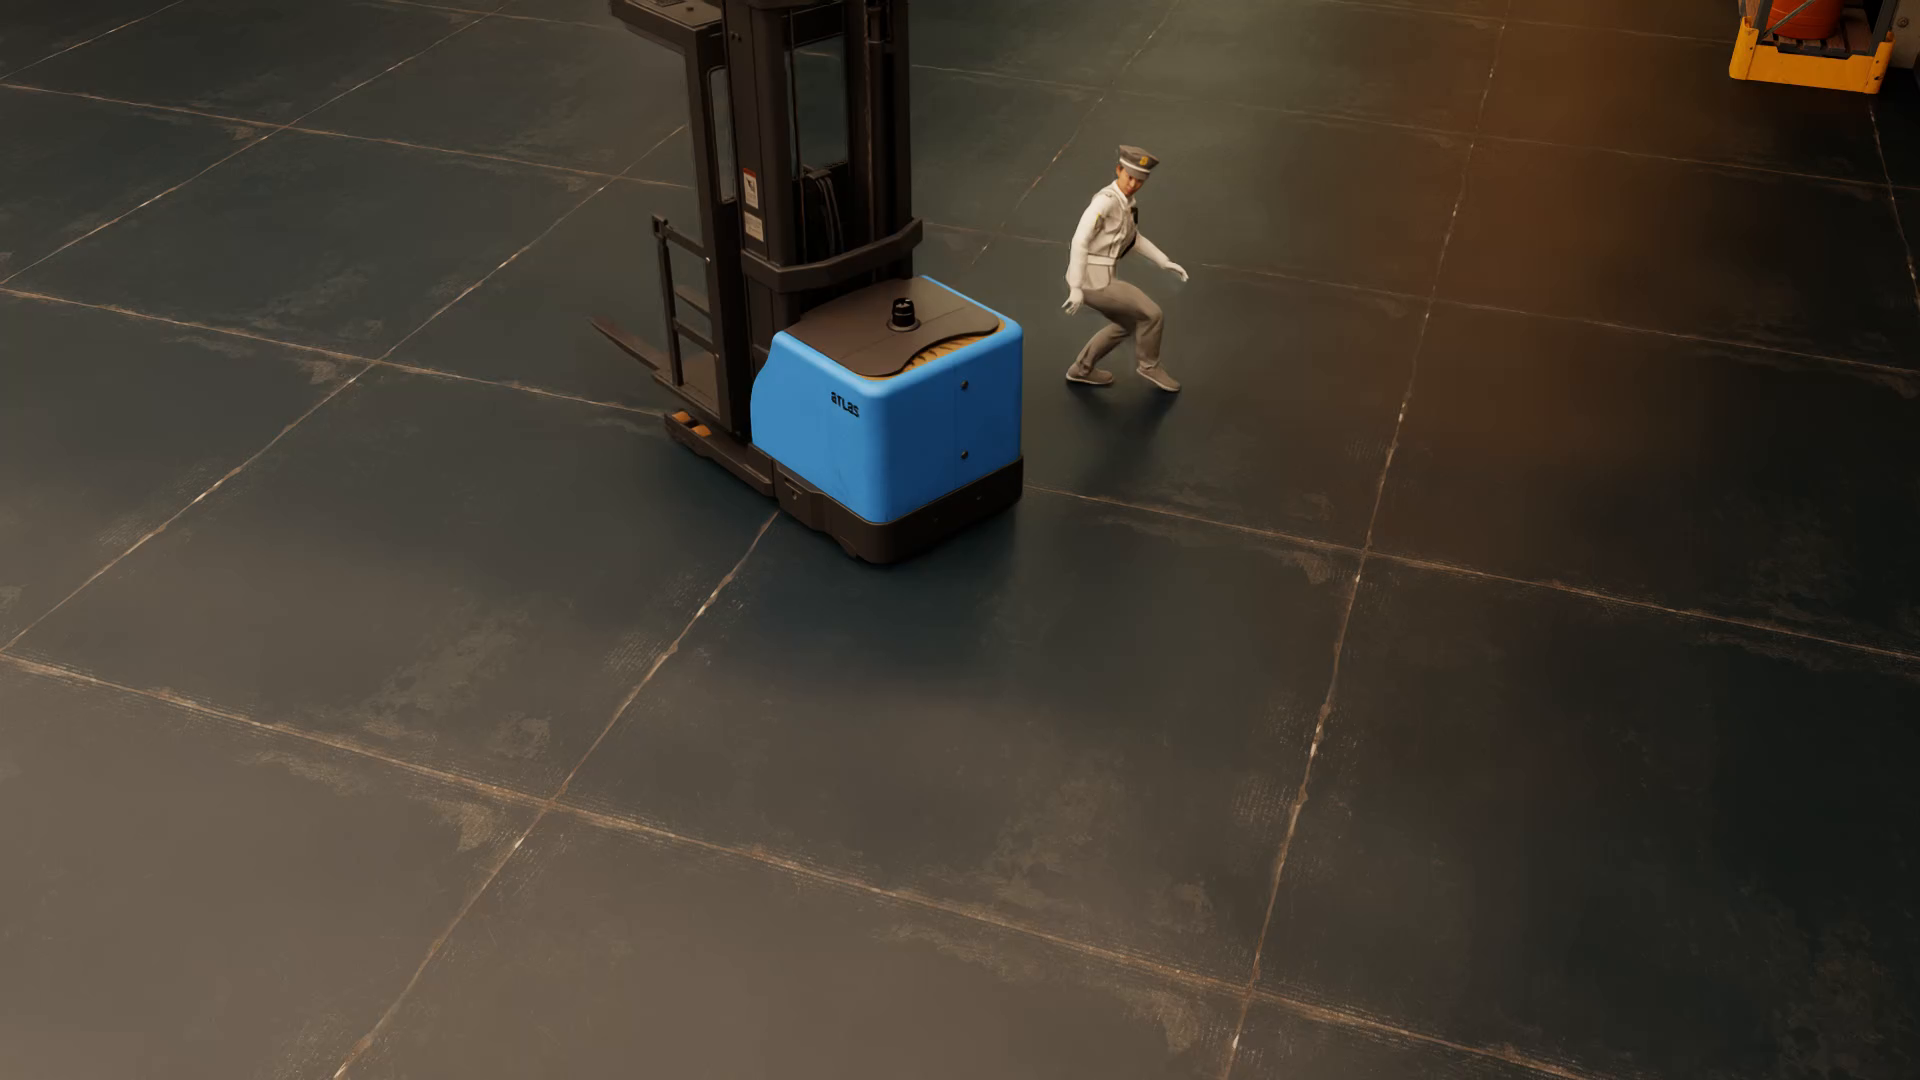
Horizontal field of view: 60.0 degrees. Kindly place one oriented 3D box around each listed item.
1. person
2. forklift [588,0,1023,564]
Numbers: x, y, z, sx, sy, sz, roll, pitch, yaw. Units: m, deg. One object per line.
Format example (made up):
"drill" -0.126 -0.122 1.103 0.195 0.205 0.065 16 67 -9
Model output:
"person" 0.945 -1.474 9.451 0.729 1.502 0.700 2 35 2
"forklift" -1.021 -1.846 8.715 1.130 2.935 3.031 -27 44 -33
